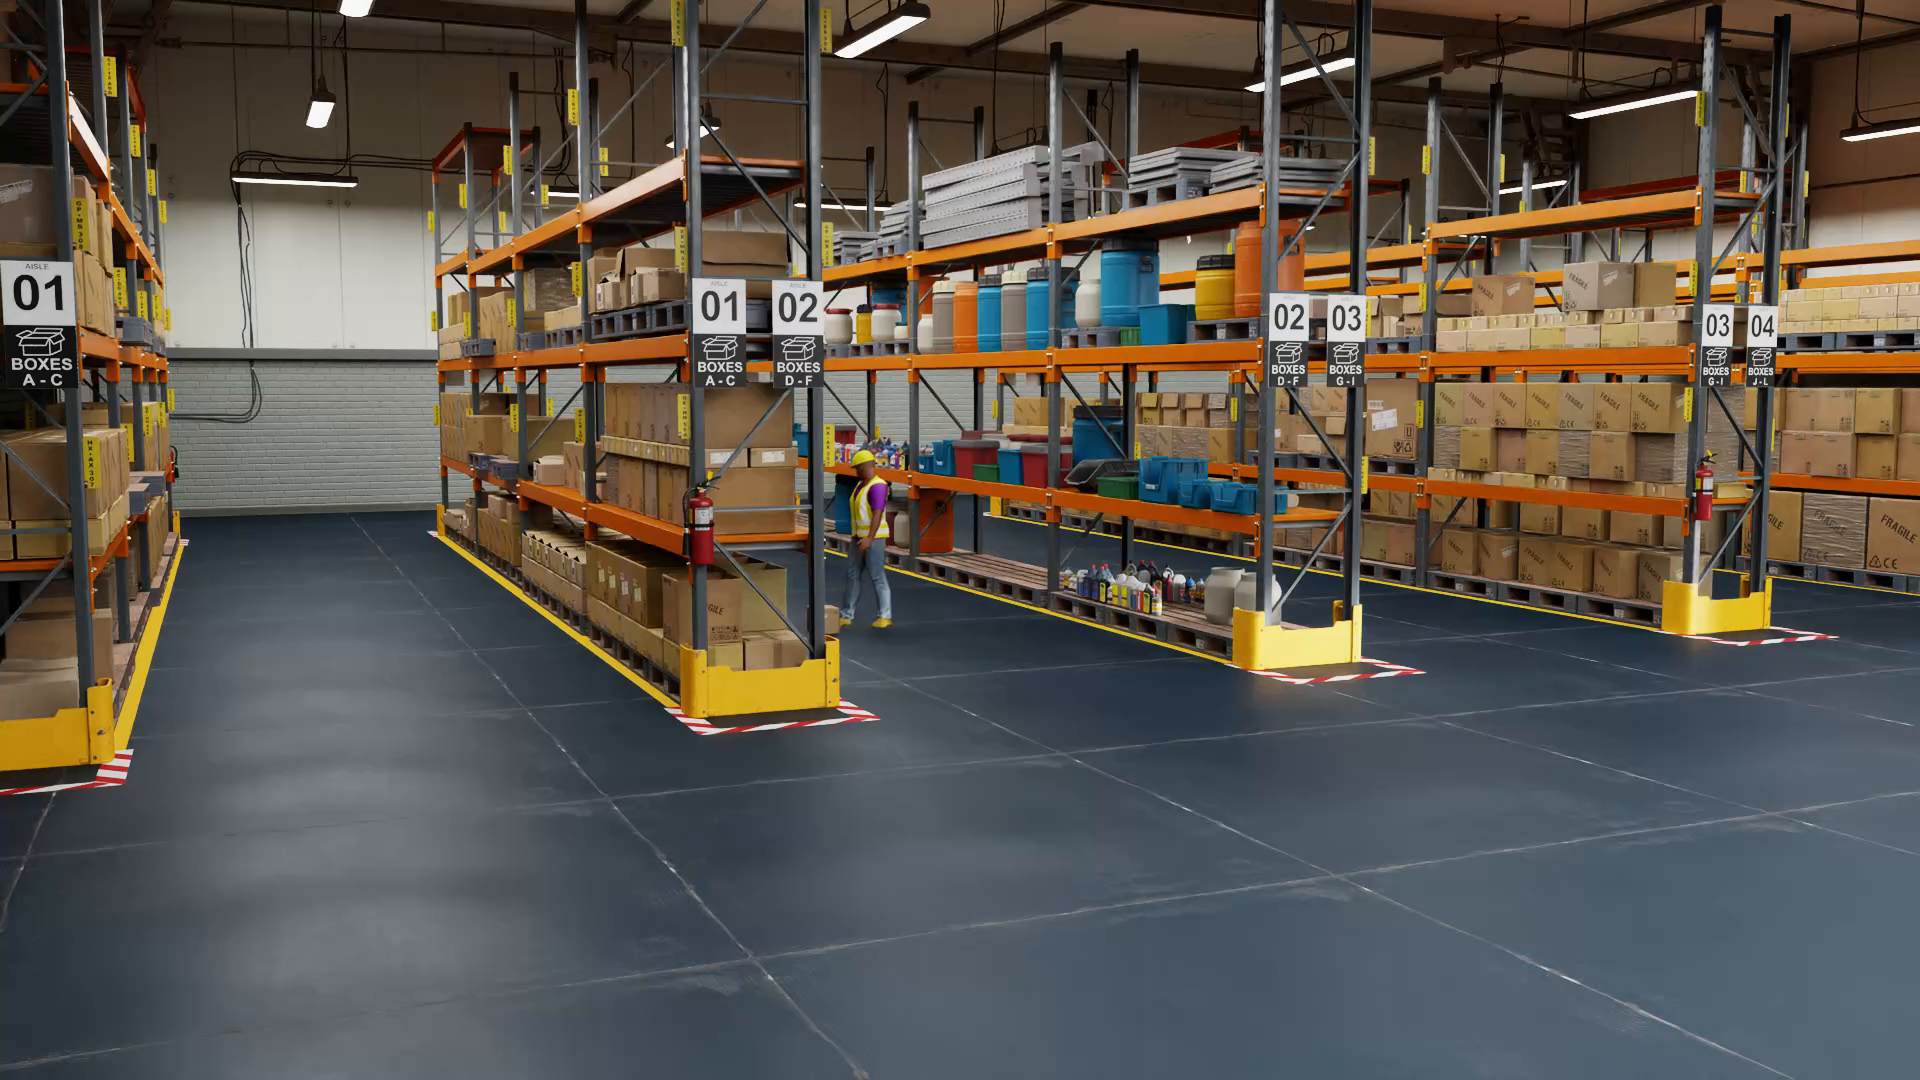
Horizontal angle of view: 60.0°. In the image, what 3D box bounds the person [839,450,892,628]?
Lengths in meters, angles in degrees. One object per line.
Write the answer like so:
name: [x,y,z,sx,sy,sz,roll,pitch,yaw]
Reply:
person: [-0.976,-0.004,16.414,0.668,1.756,0.630,-4,6,-34]
